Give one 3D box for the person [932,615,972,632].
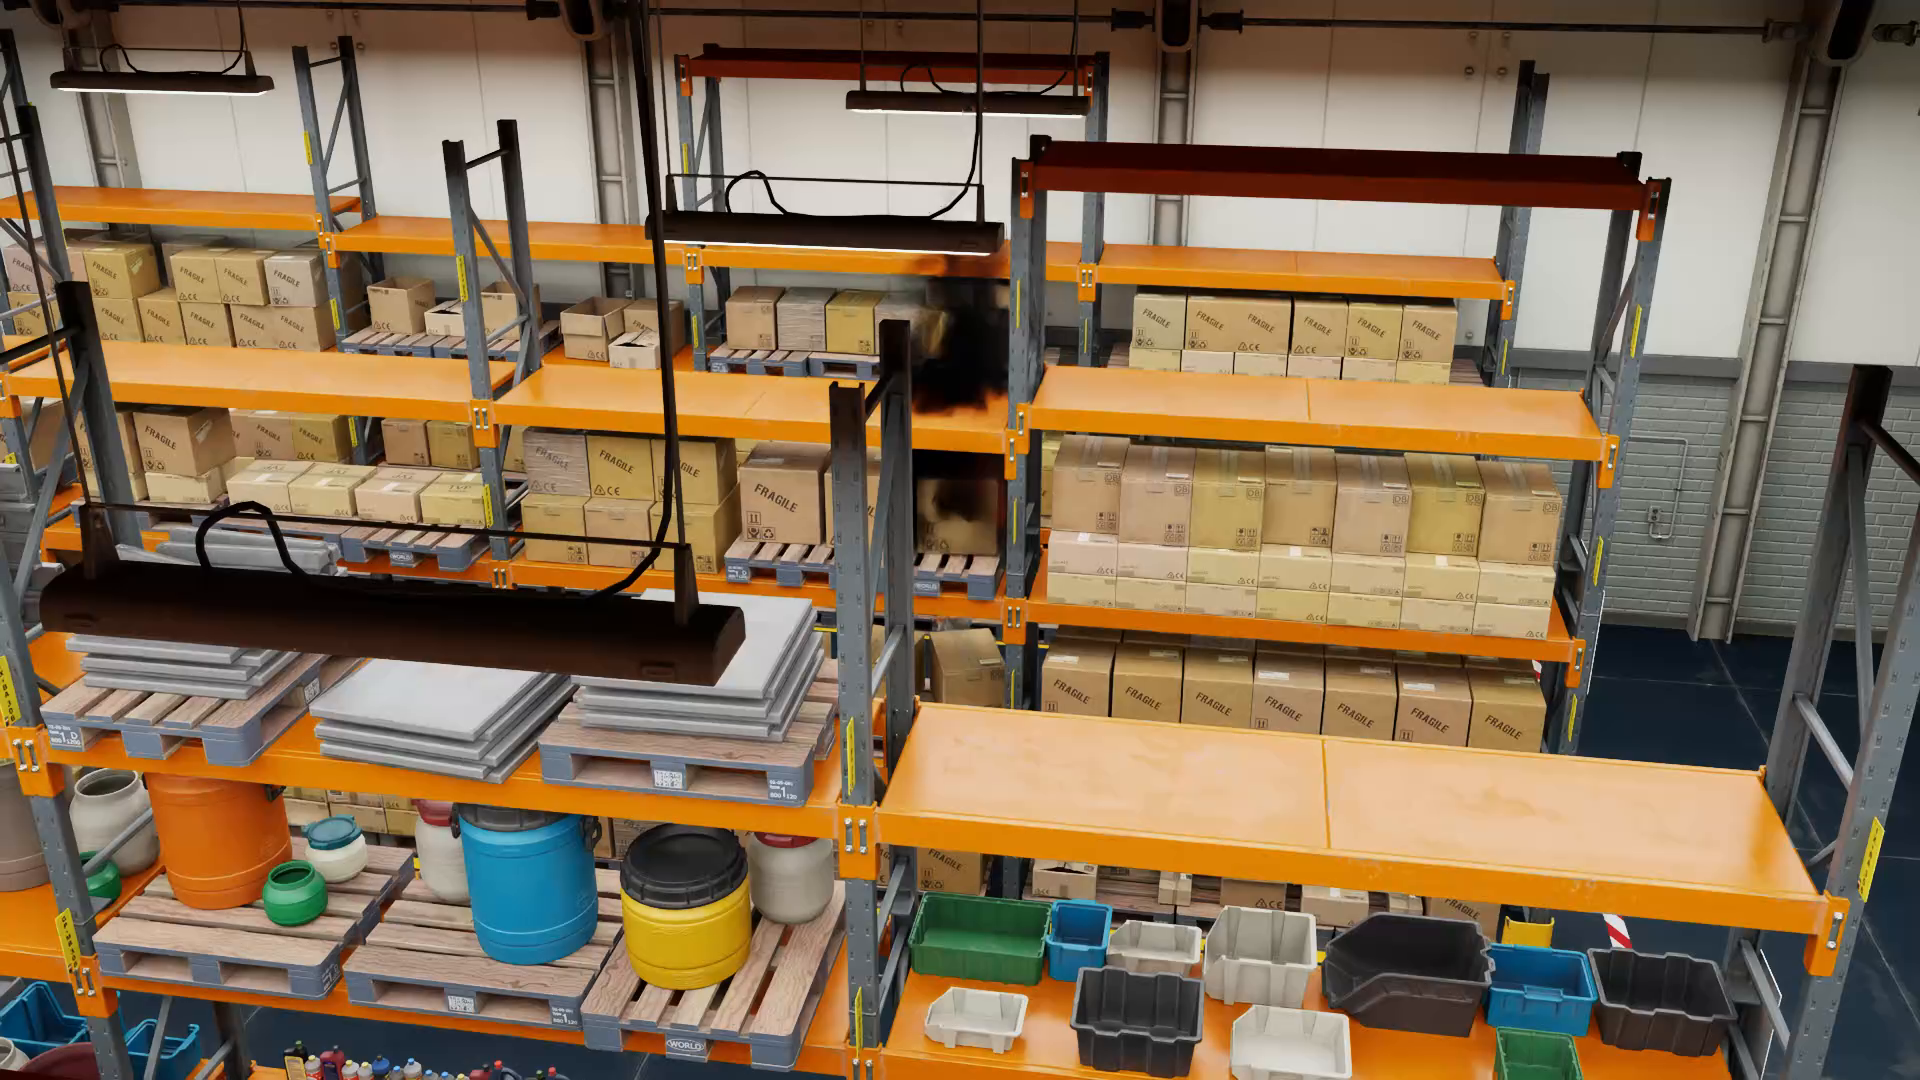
[{"bbox_3d":[-0.005,0.733,15.824,0.529,1.628,0.555,-1,23,-1],"label":"person"}]
